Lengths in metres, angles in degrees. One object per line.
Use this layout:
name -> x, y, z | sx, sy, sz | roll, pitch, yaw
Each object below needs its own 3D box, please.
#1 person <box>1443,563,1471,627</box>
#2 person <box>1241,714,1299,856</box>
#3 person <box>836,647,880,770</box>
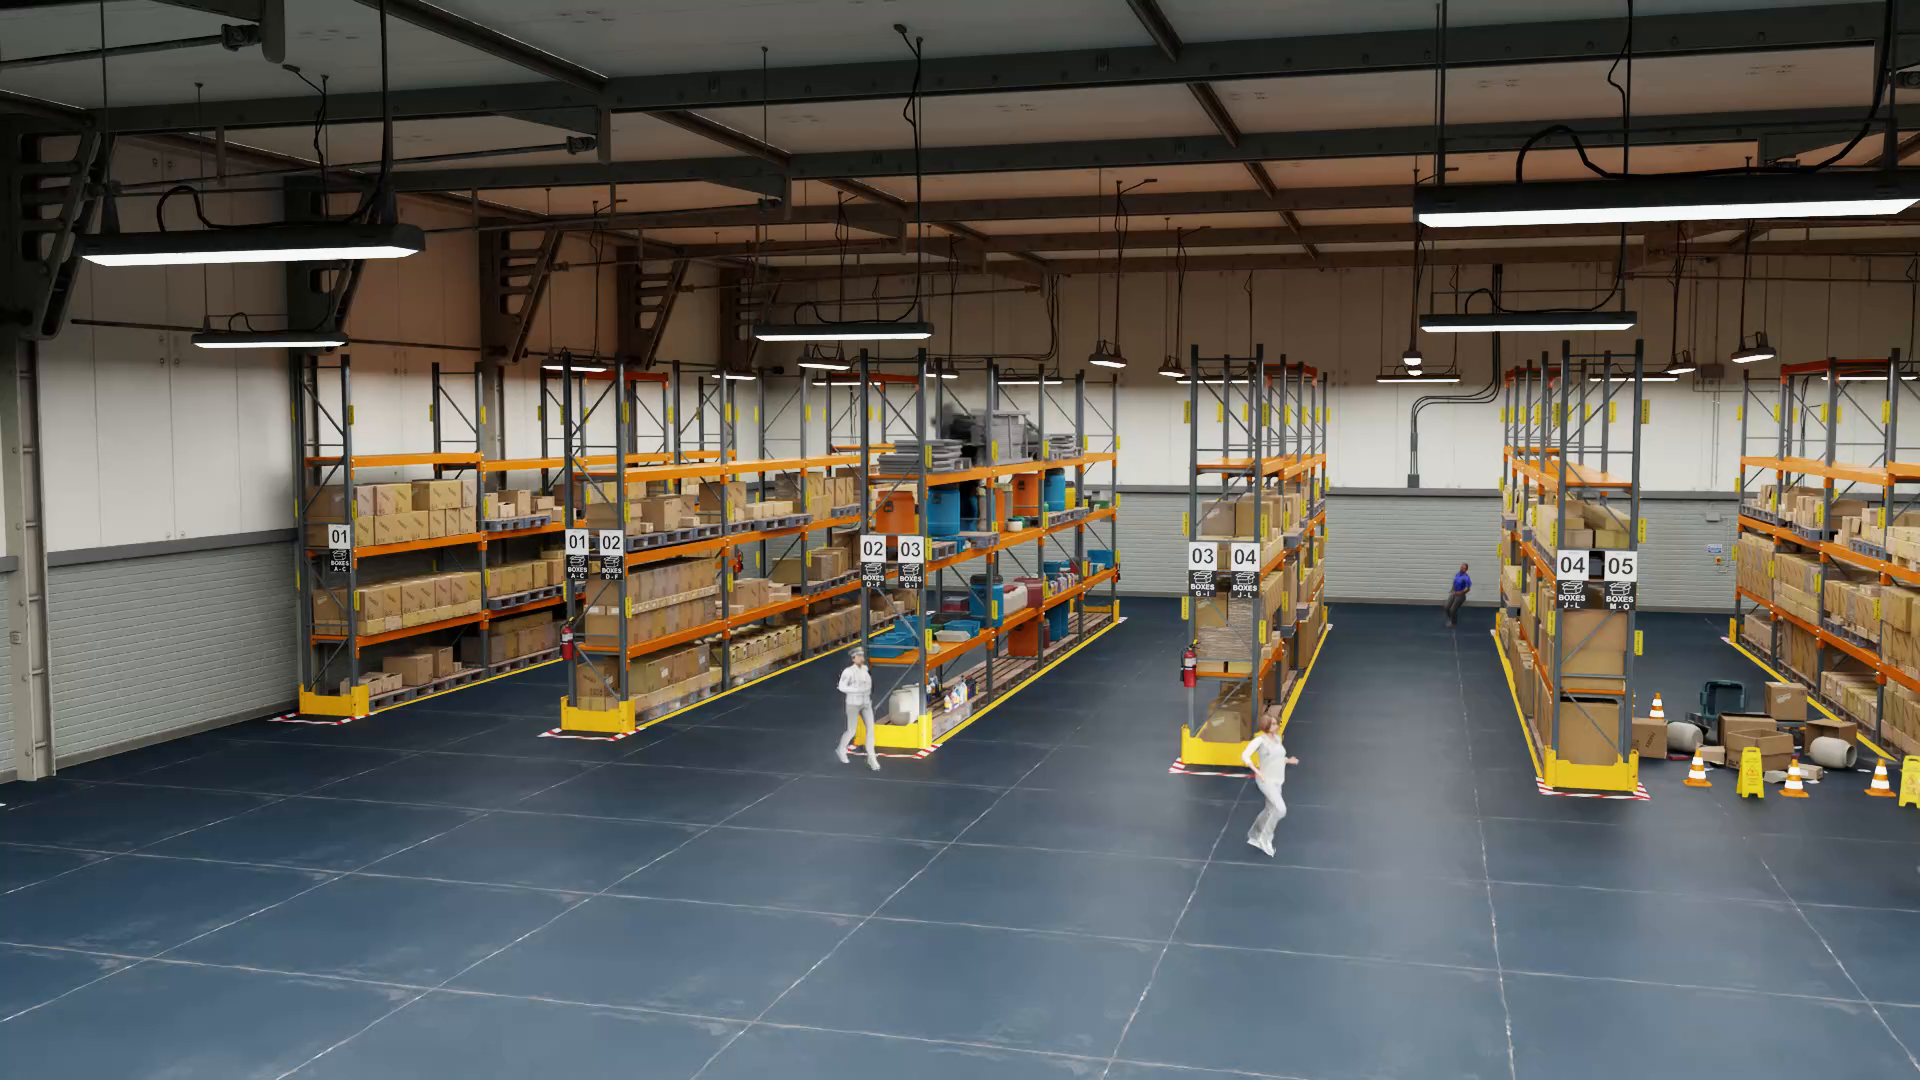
person -> 11.625, 1.302, 38.962 | 0.510, 1.555, 0.789 | -2, 5, -30
person -> 3.543, 2.788, 18.944 | 0.635, 1.609, 0.518 | 4, 6, 41
person -> -1.450, 2.368, 23.628 | 0.619, 1.725, 0.821 | -3, 5, -36
